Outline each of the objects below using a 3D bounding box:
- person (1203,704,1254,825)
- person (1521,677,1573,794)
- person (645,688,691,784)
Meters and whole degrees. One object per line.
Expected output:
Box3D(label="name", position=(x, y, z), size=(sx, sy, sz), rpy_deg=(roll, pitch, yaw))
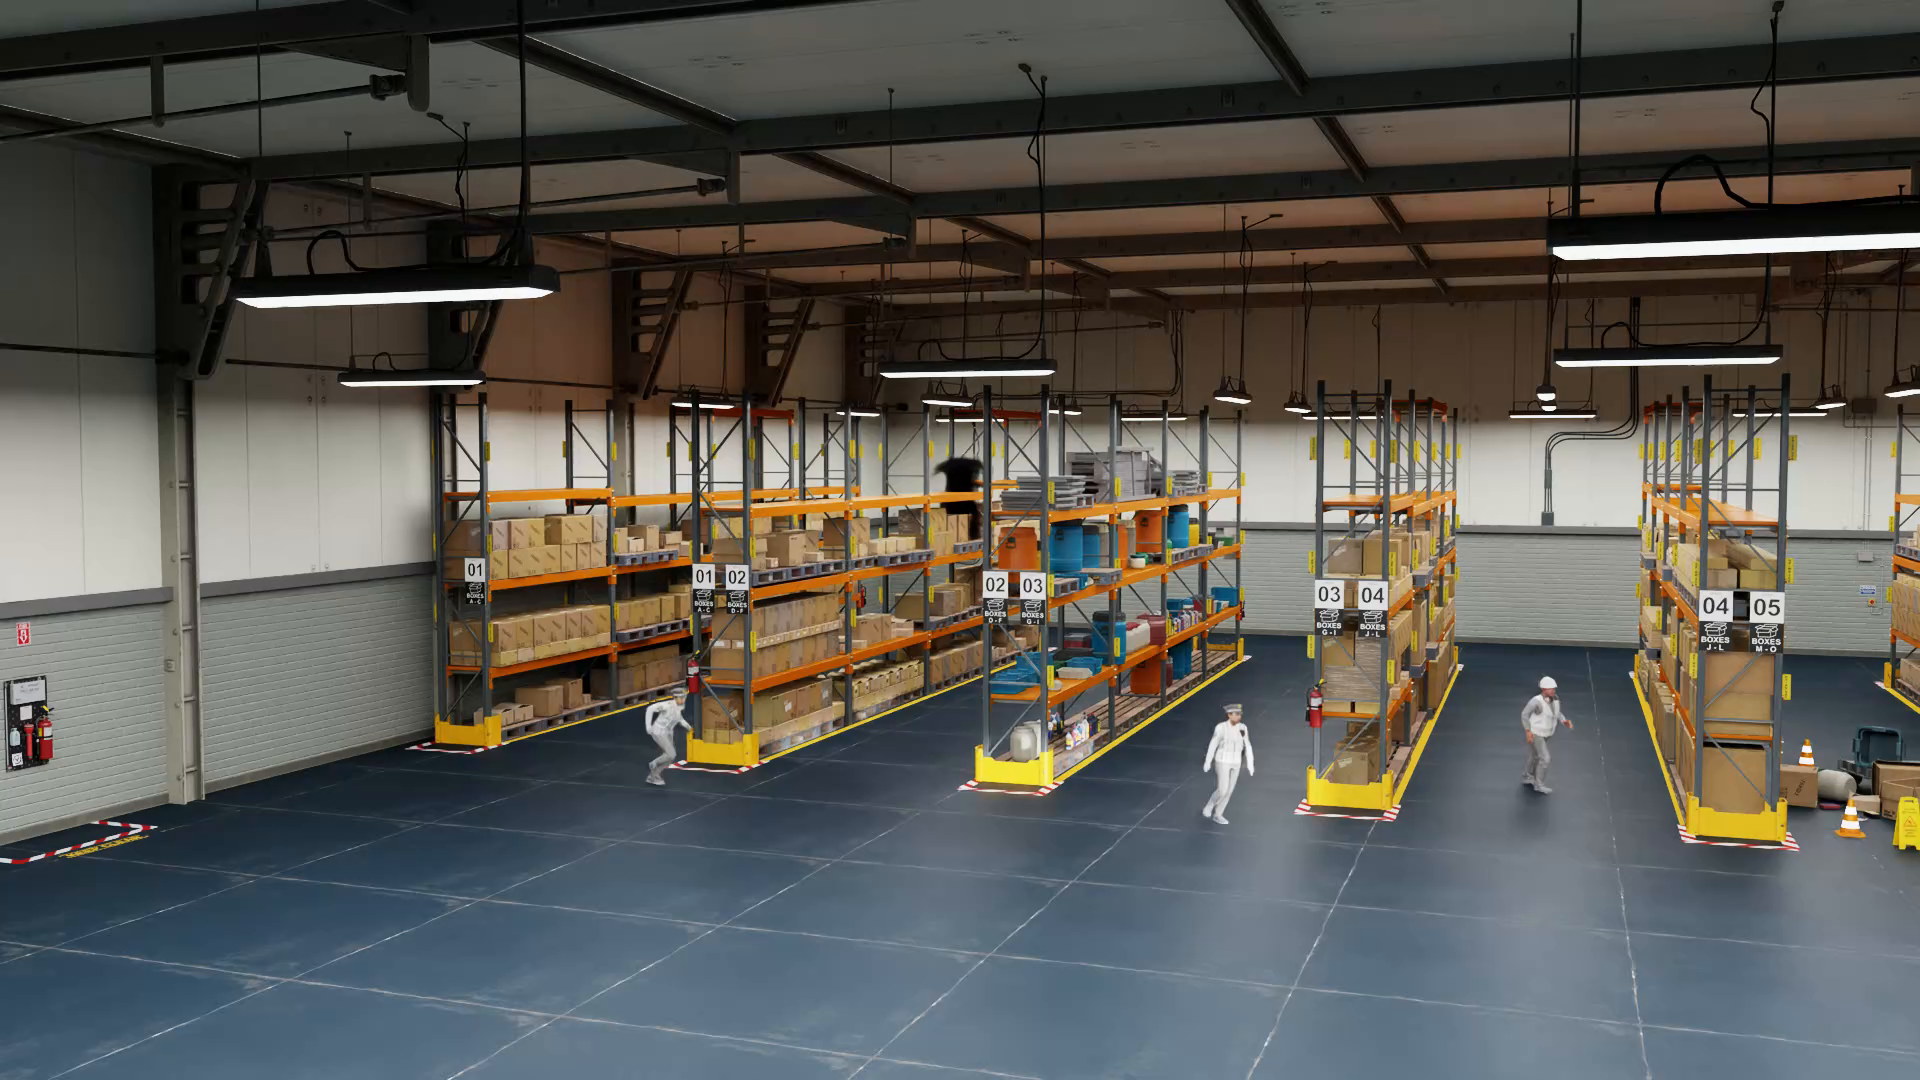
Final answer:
Box3D(label="person", position=(3.598, 2.991, 22.272), size=(0.599, 1.652, 0.536), rpy_deg=(-1, 3, -19))
Box3D(label="person", position=(8.607, 2.850, 24.526), size=(0.666, 1.711, 0.865), rpy_deg=(-2, 4, -38))
Box3D(label="person", position=(-4.387, 2.937, 24.797), size=(0.800, 1.494, 0.645), rpy_deg=(2, 3, 29))
